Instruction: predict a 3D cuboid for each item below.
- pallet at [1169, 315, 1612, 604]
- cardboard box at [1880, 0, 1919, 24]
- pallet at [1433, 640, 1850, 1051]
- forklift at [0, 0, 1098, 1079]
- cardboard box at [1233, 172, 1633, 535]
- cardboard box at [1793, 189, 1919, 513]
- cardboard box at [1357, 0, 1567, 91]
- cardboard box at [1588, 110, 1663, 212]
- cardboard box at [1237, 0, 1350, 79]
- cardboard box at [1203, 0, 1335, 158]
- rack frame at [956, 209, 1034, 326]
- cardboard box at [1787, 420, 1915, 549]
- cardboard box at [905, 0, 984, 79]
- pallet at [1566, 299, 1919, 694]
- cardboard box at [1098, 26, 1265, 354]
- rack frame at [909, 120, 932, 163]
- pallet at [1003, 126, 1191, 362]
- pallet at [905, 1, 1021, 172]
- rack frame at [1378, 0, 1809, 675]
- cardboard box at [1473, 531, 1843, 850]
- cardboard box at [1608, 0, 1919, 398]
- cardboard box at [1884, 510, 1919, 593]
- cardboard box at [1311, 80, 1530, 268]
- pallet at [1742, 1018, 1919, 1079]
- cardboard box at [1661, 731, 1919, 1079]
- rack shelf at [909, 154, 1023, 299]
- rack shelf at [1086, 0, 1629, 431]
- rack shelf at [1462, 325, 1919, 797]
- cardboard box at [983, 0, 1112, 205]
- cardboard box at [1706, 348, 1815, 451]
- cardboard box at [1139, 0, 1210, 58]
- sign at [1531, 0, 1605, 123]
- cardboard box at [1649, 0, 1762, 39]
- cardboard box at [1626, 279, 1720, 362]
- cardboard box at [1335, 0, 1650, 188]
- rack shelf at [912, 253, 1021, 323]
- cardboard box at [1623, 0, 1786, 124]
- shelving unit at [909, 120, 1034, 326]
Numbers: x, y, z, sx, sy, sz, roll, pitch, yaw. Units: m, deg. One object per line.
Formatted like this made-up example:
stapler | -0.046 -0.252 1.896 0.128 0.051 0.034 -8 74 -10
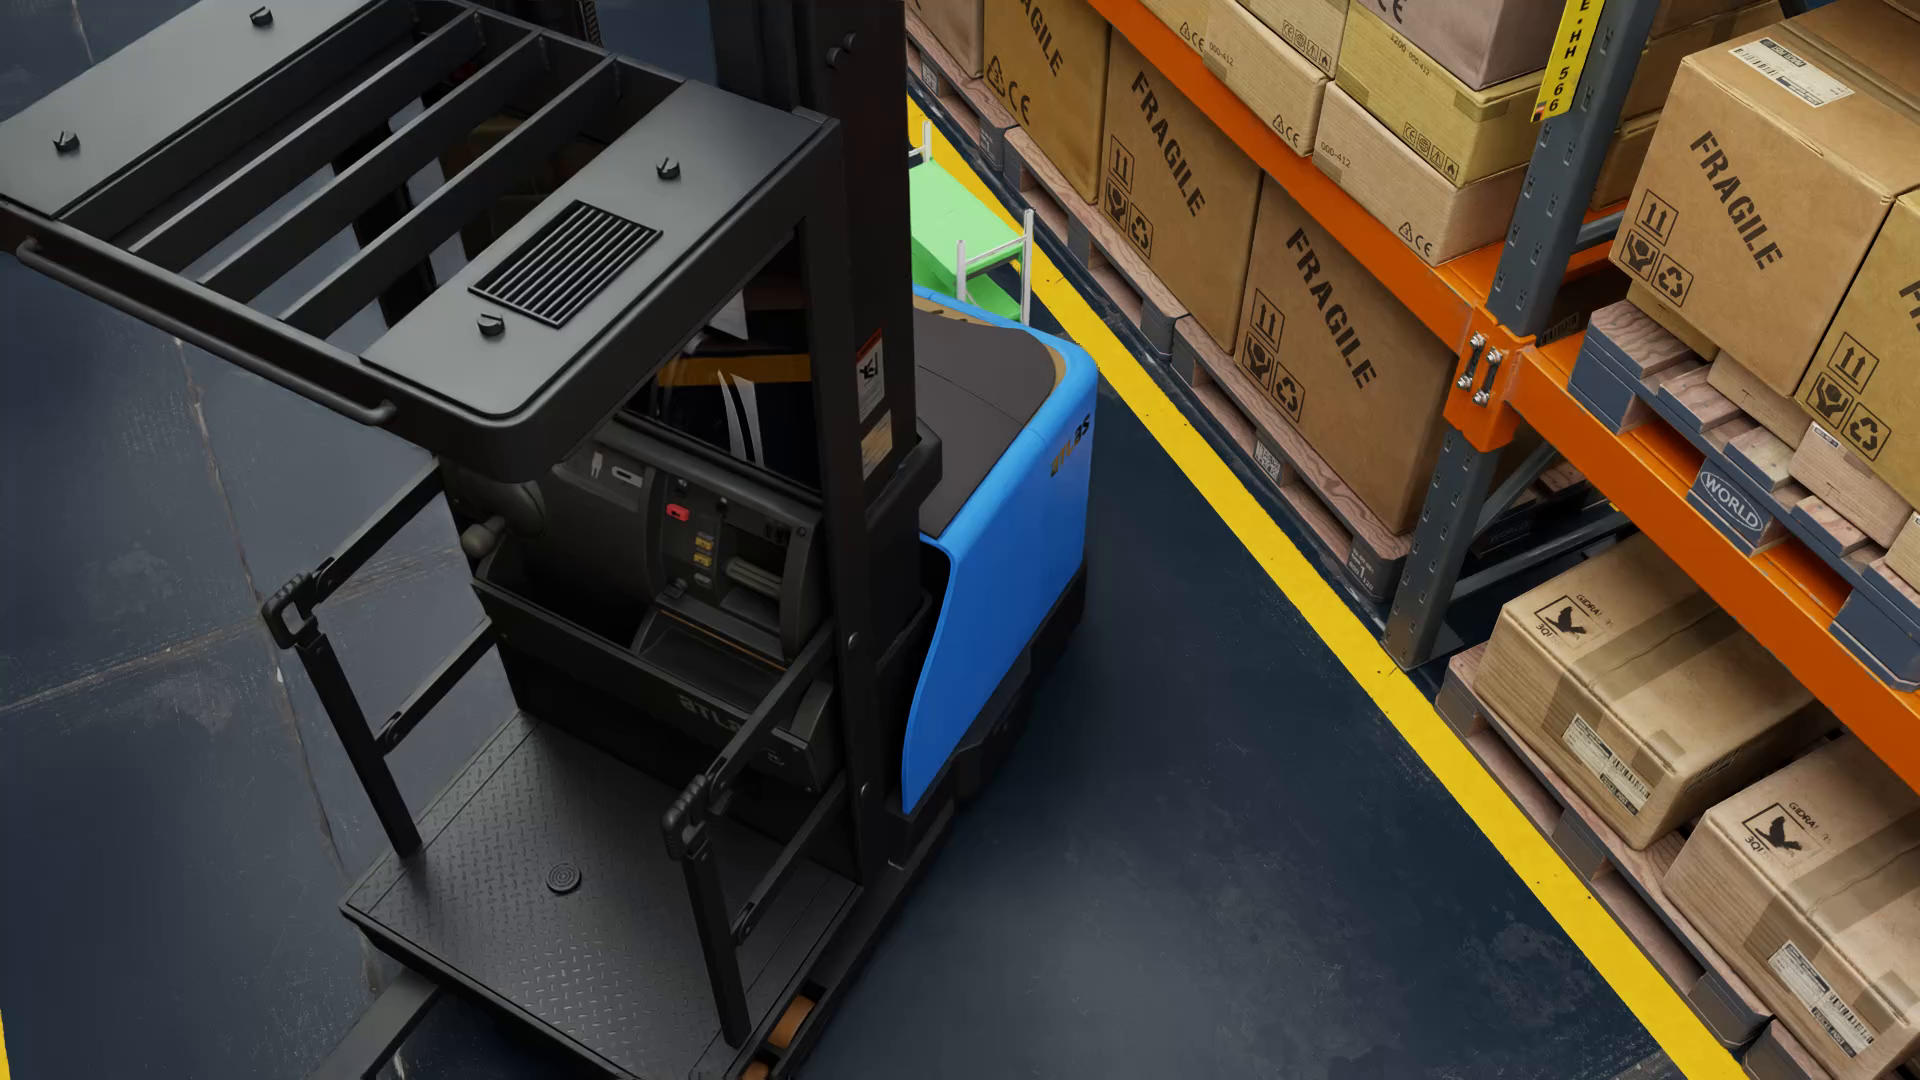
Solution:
pallet | 1.432 -0.441 5.495 1.003 0.211 1.213 -21 52 -18
cardboard box | 2.181 -0.866 3.471 0.500 0.500 0.500 -23 53 -19
pallet | 2.082 0.637 4.553 1.003 0.211 1.213 -21 52 -18
forklift | -0.801 0.044 3.265 1.130 2.935 3.031 23 53 19
cardboard box | 1.483 -0.735 5.032 0.875 0.875 0.875 -22 52 -18
cardboard box | 1.970 -0.347 3.018 0.500 0.500 0.500 -19 51 -16
cardboard box | 1.256 -1.423 3.771 0.500 0.500 0.500 -22 53 -18
cardboard box | 1.725 -1.170 4.380 0.500 0.250 0.500 -22 52 -18
cardboard box | 1.040 -1.499 4.336 0.500 0.250 0.500 -22 53 -18
cardboard box | 1.015 -1.341 4.530 0.500 0.250 0.500 -20 52 -17
rack frame | 0.093 -0.432 4.831 0.240 1.200 0.015 -27 54 -22
cardboard box | 1.893 -0.179 3.302 0.380 0.149 0.250 -24 53 -20
cardboard box | 0.250 -2.533 6.606 0.875 0.875 0.875 -20 52 -16
pallet | 2.146 -0.302 3.648 1.213 0.211 1.003 -21 52 -18
cardboard box | 1.079 -1.333 5.556 0.875 0.875 0.875 -21 52 -17
rack frame | -0.184 -0.735 5.095 0.240 1.200 0.015 -27 54 -22
pallet | 0.877 -1.256 6.208 1.003 0.211 1.213 -21 52 -18
pallet | 0.315 -2.074 6.923 1.003 0.211 1.213 -21 52 -18
rack frame | 1.725 -0.805 3.961 1.000 3.000 0.127 -21 52 -18
cardboard box | 1.975 0.303 4.459 0.950 0.372 0.625 -24 53 -20
cardboard box | 1.726 -0.693 3.320 0.500 0.500 0.500 -23 53 -19
cardboard box | 2.000 0.012 3.135 0.380 0.149 0.250 -21 52 -17
cardboard box | 1.263 -1.005 4.236 0.500 0.250 0.500 -23 53 -19
pallet | 2.636 1.452 3.840 1.003 0.211 1.213 -21 52 -18
cardboard box | 2.320 0.795 4.029 0.950 0.372 0.625 -22 52 -18
rack shelf | -0.045 -0.857 4.650 0.258 0.148 0.480 -27 54 -22
rack shelf | 0.810 -1.907 5.403 1.077 0.370 4.000 -21 52 -18
rack shelf | 2.641 0.770 3.061 1.077 0.370 4.000 -21 52 -18
cardboard box | 0.670 -1.932 6.079 0.875 0.875 0.875 -20 52 -16
cardboard box | 1.808 -0.378 3.476 0.380 0.149 0.250 -24 53 -20
cardboard box | 0.799 -1.684 4.829 0.500 0.250 0.500 -22 52 -18
sign | 1.233 -0.993 3.356 0.100 0.325 0.005 -21 52 -18
cardboard box | 1.717 -1.581 3.910 0.500 0.500 0.500 -23 53 -19
cardboard box | 1.709 -0.579 3.651 0.380 0.149 0.250 -24 53 -20
cardboard box | 1.278 -1.157 4.037 0.500 0.250 0.500 -21 52 -18
rack shelf | -0.045 -0.699 4.831 0.258 0.148 0.480 -27 54 -22
cardboard box | 1.713 -1.344 4.201 0.500 0.250 0.500 -22 52 -18
shelving unit | -0.045 -0.583 4.963 0.258 1.200 0.503 -27 54 -22
